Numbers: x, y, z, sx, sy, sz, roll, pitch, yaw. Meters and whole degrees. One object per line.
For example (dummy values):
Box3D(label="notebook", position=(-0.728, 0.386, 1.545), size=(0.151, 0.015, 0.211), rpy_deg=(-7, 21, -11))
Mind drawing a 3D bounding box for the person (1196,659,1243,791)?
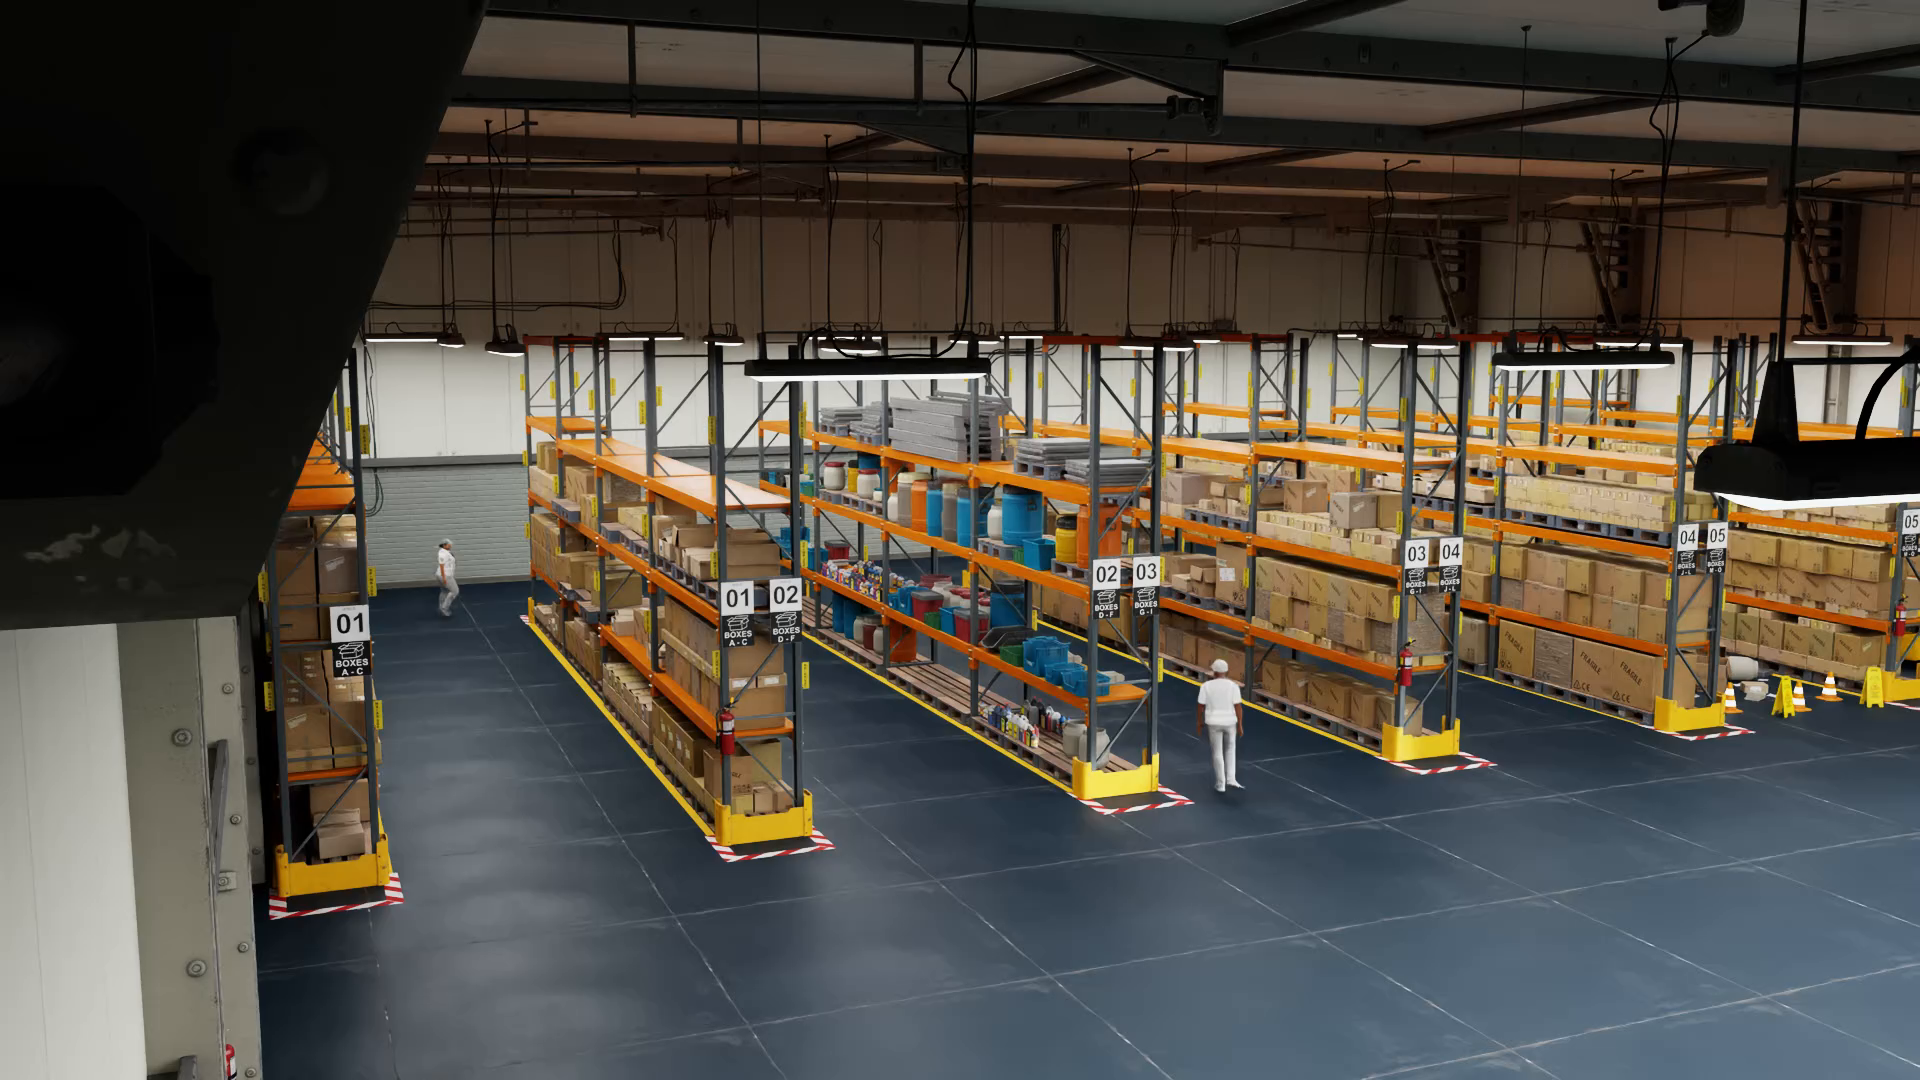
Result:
Box3D(label="person", position=(3.494, 2.517, 22.343), size=(0.633, 1.818, 0.550), rpy_deg=(1, 8, 7))

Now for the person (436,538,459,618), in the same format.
Box3D(label="person", position=(-10.936, 0.801, 35.446), size=(0.440, 1.680, 0.507), rpy_deg=(-3, 8, -23))
